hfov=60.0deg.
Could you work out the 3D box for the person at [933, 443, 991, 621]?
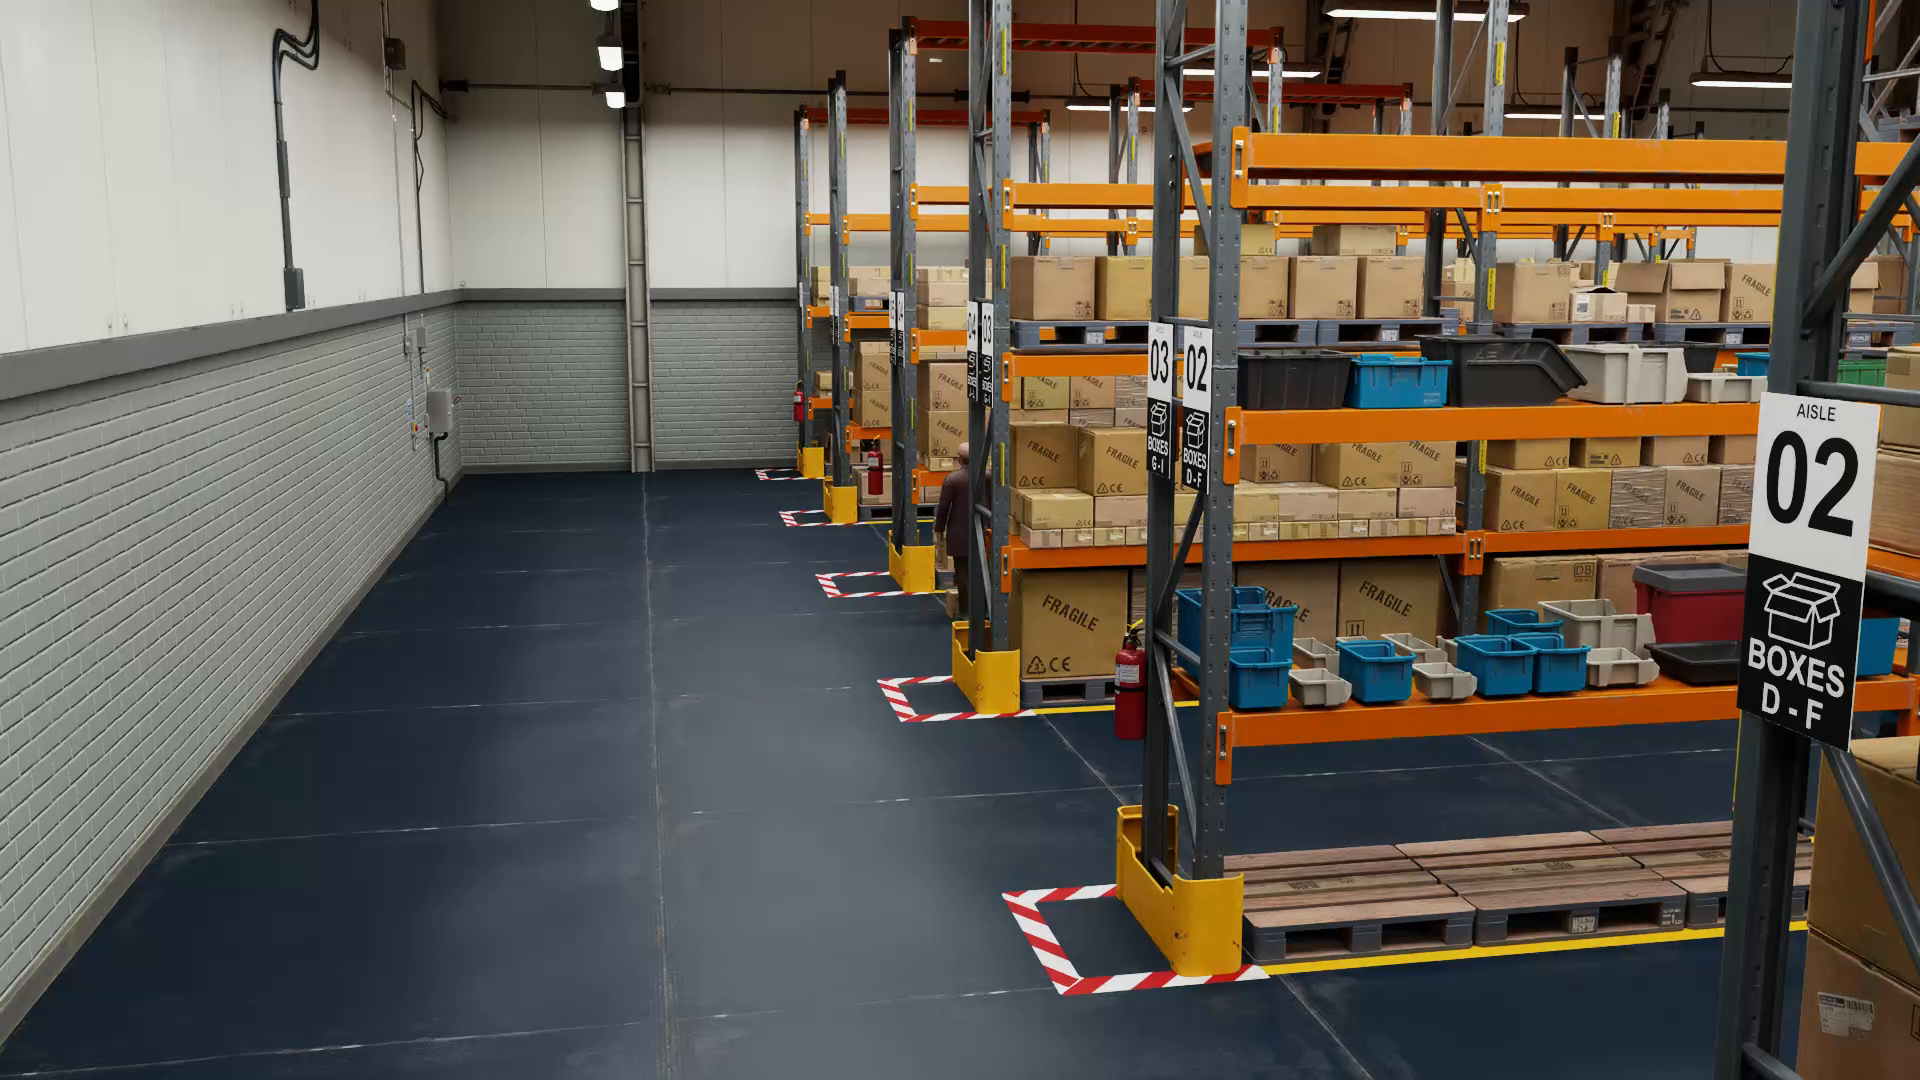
[{"bbox_3d":[0.069,-0.094,16.441,0.698,1.777,0.580,-2,10,-11],"label":"person"}]
